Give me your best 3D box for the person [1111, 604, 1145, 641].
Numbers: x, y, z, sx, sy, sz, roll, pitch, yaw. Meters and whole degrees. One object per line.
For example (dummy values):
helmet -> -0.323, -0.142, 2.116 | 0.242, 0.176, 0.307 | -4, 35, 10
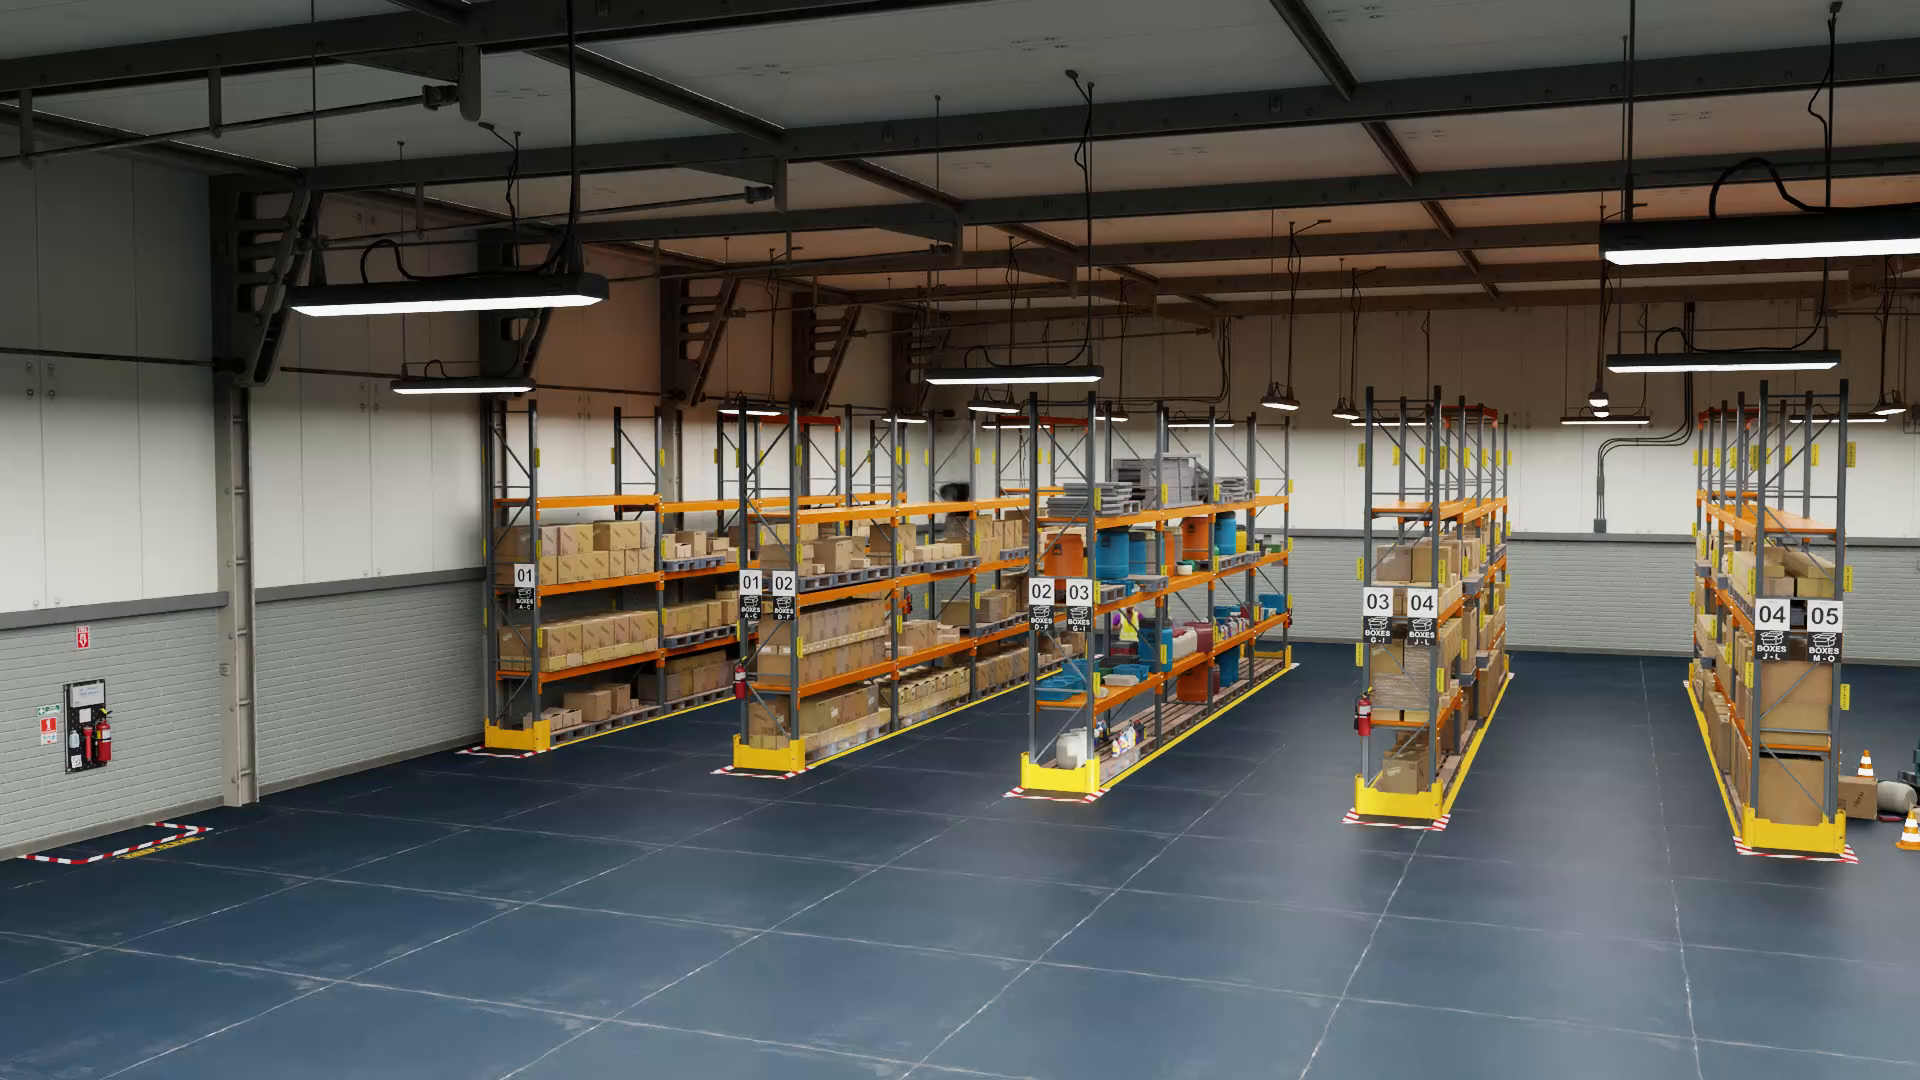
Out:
person -> 3.489, 2.122, 34.467 | 0.741, 1.806, 0.848 | 1, 3, 13

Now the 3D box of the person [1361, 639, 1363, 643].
person -> 8.359, 2.494, 33.364 | 0.642, 1.787, 0.762 | 1, 3, 22

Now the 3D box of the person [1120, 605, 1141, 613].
person -> 4.170, 2.167, 40.594 | 0.571, 1.659, 0.820 | 0, 3, 2
